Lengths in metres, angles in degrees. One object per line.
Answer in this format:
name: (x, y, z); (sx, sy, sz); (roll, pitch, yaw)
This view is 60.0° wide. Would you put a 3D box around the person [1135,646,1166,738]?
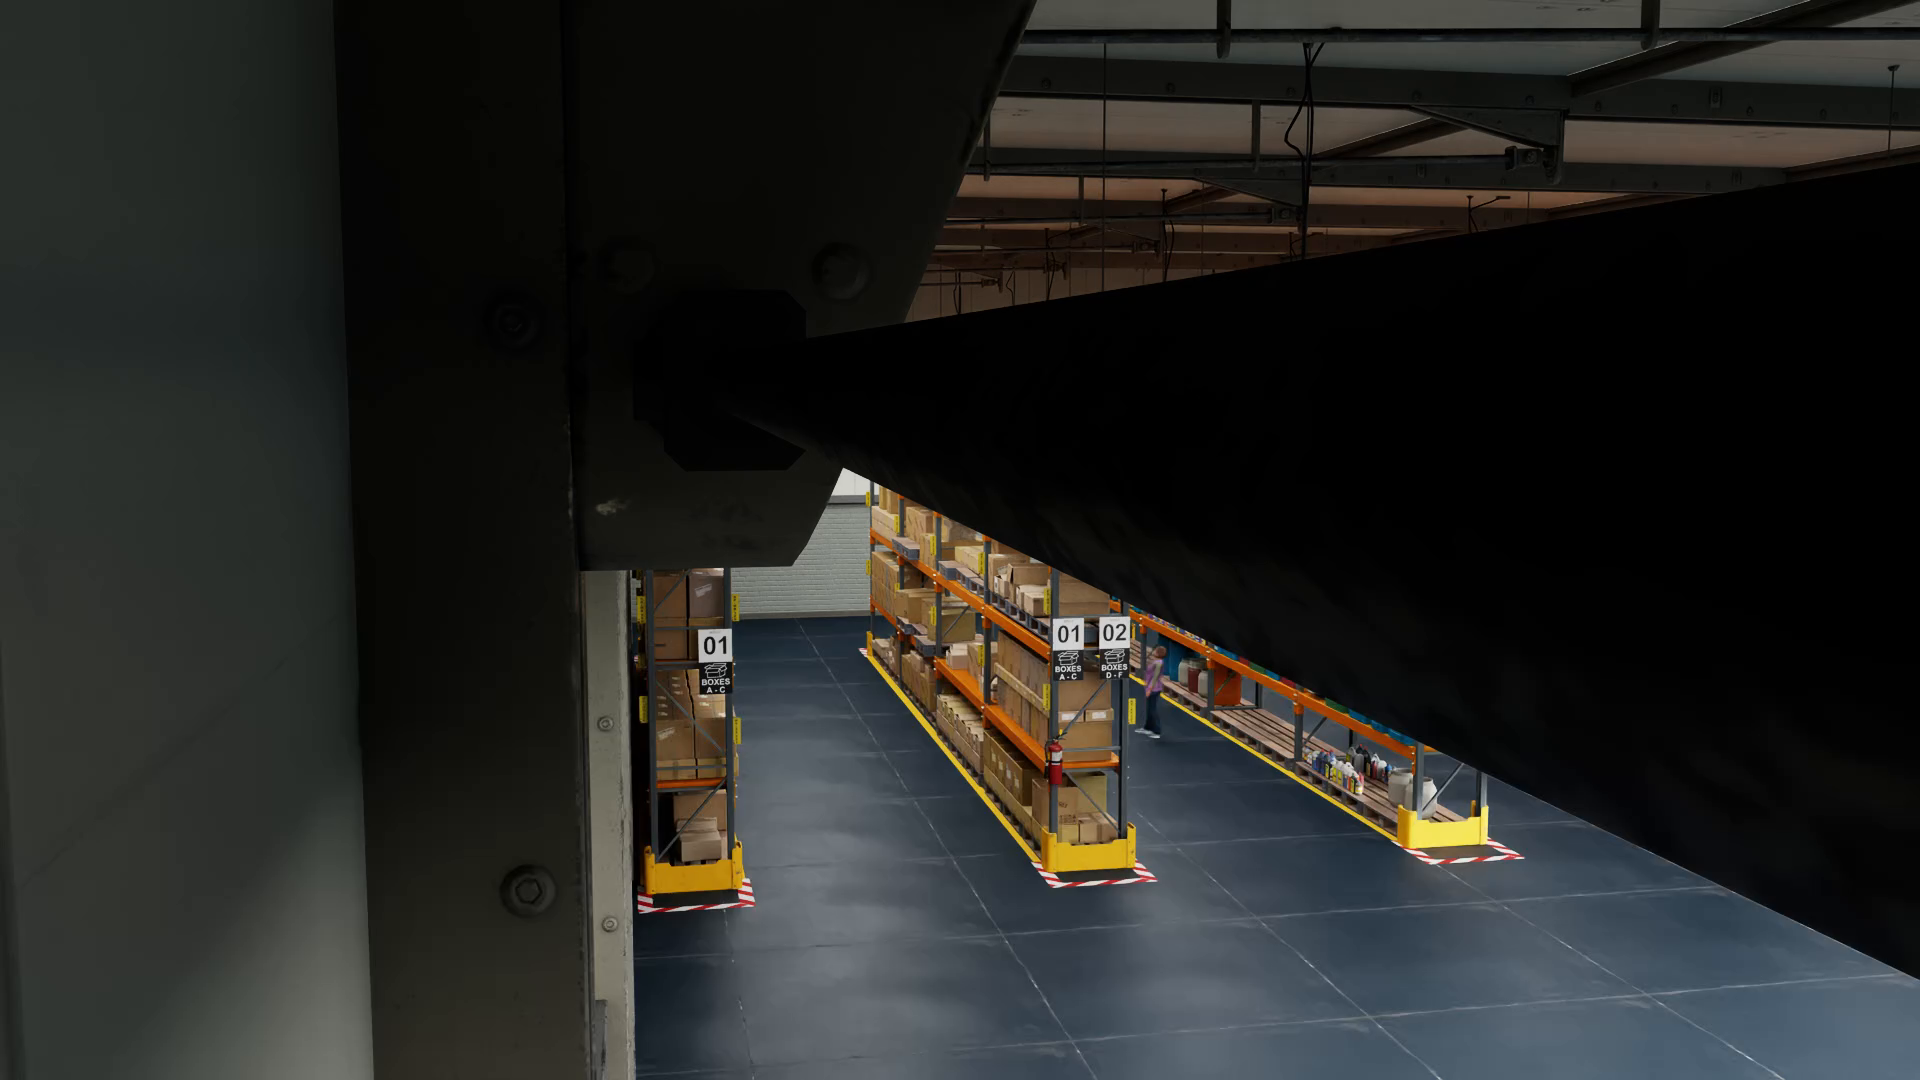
person: (3.229, 2.597, 28.473); (0.548, 1.570, 0.438); (2, 6, 21)
